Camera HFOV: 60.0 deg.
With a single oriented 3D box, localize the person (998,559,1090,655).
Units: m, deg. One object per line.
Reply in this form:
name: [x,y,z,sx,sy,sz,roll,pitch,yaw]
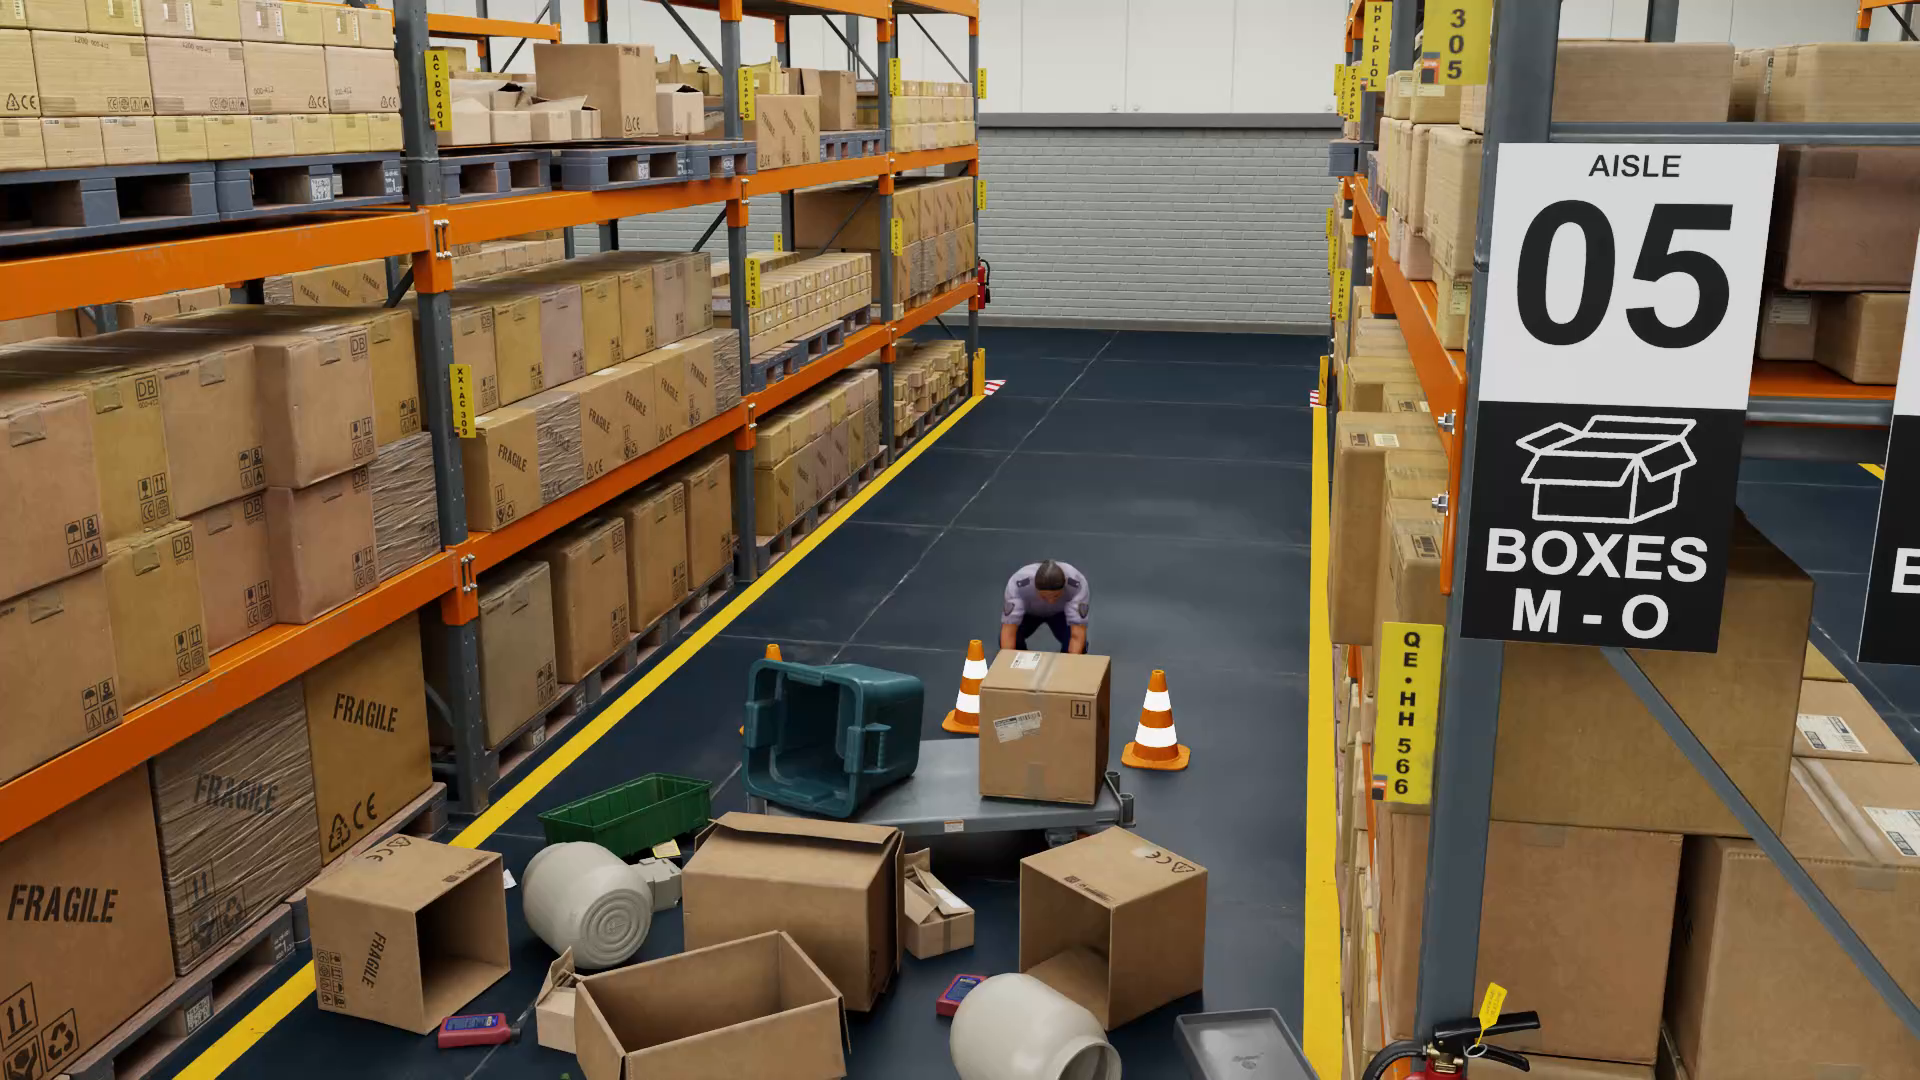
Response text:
person: [0.477,0.462,9.333,0.509,0.871,0.831,2,15,7]
